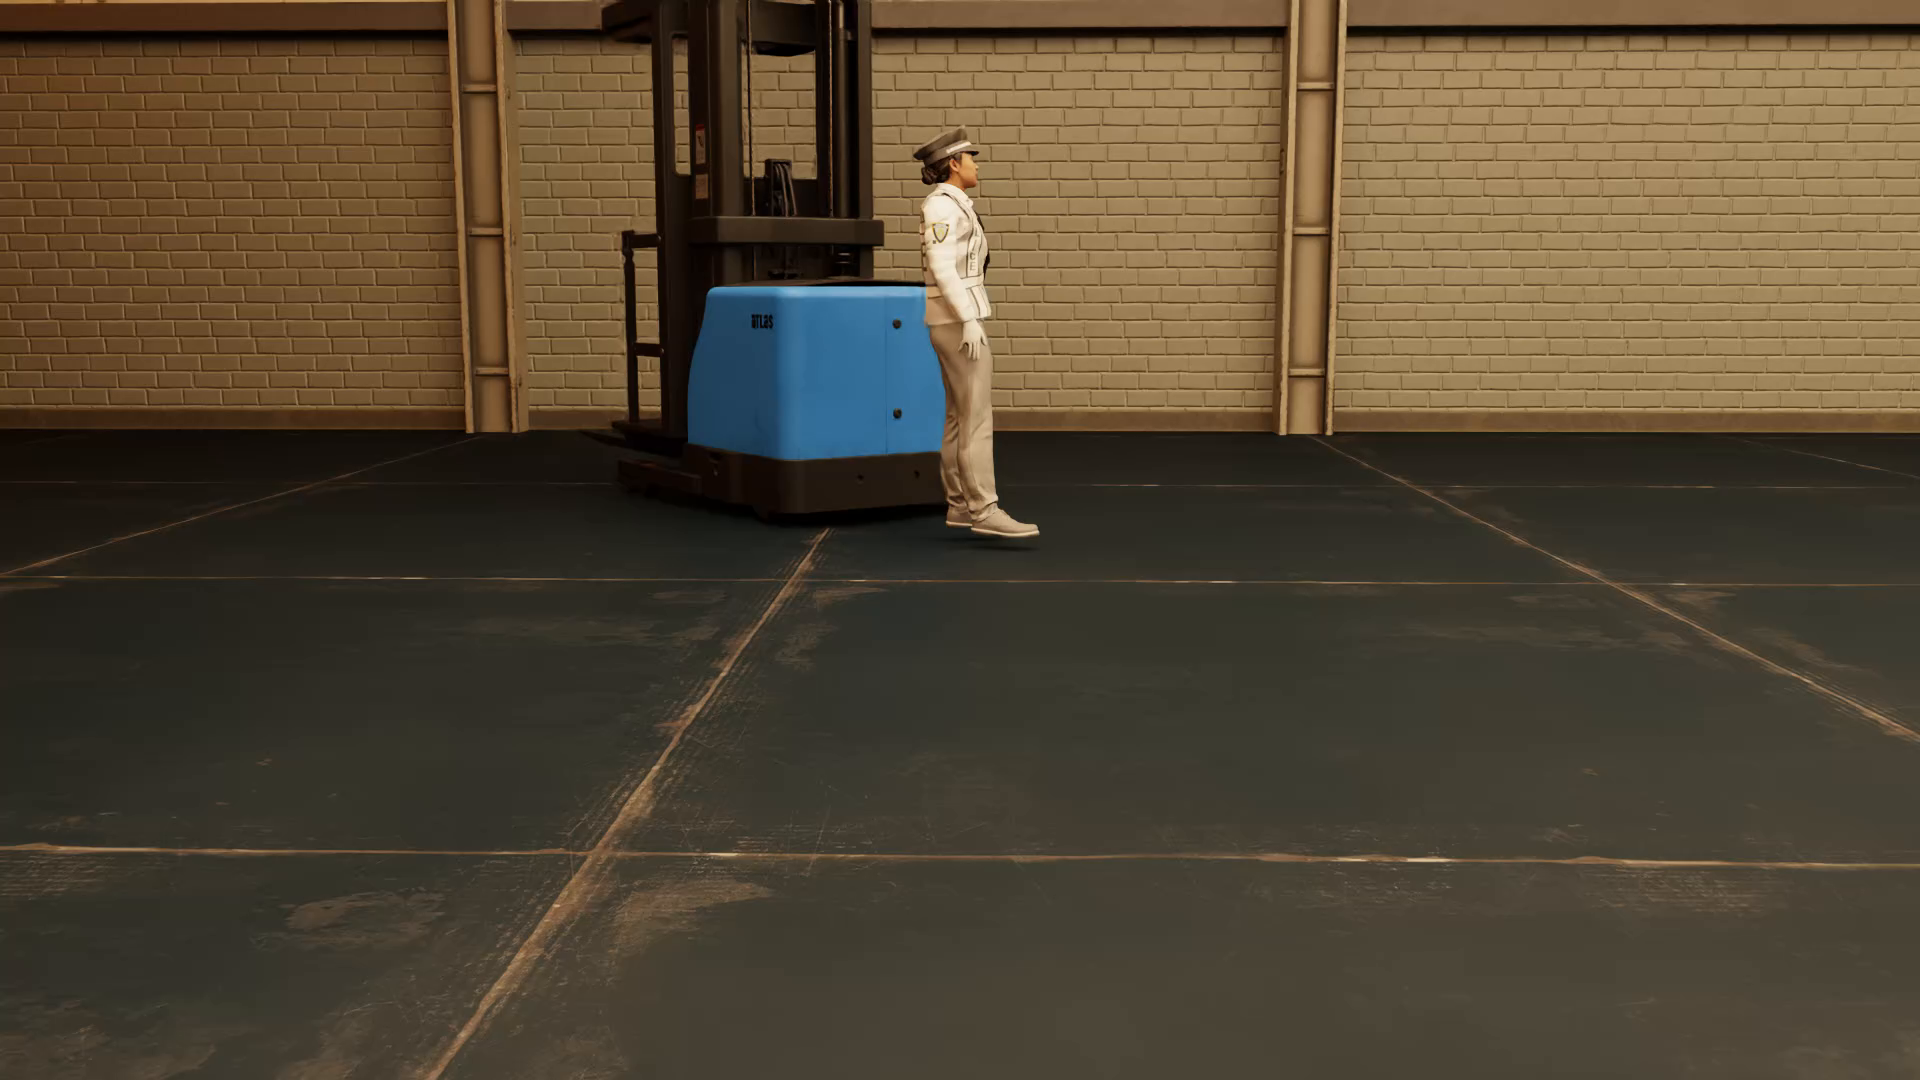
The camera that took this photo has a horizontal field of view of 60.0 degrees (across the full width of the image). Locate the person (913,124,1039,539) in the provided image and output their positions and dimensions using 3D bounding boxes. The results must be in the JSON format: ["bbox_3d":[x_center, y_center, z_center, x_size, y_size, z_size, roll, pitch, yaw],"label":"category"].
[{"bbox_3d":[0.069,-0.883,6.983,0.530,1.694,0.586,0,9,1],"label":"person"}]

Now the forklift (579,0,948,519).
[{"bbox_3d":[-1.166,-1.722,8.692,1.130,2.935,3.031,-6,10,-33],"label":"forklift"}]
